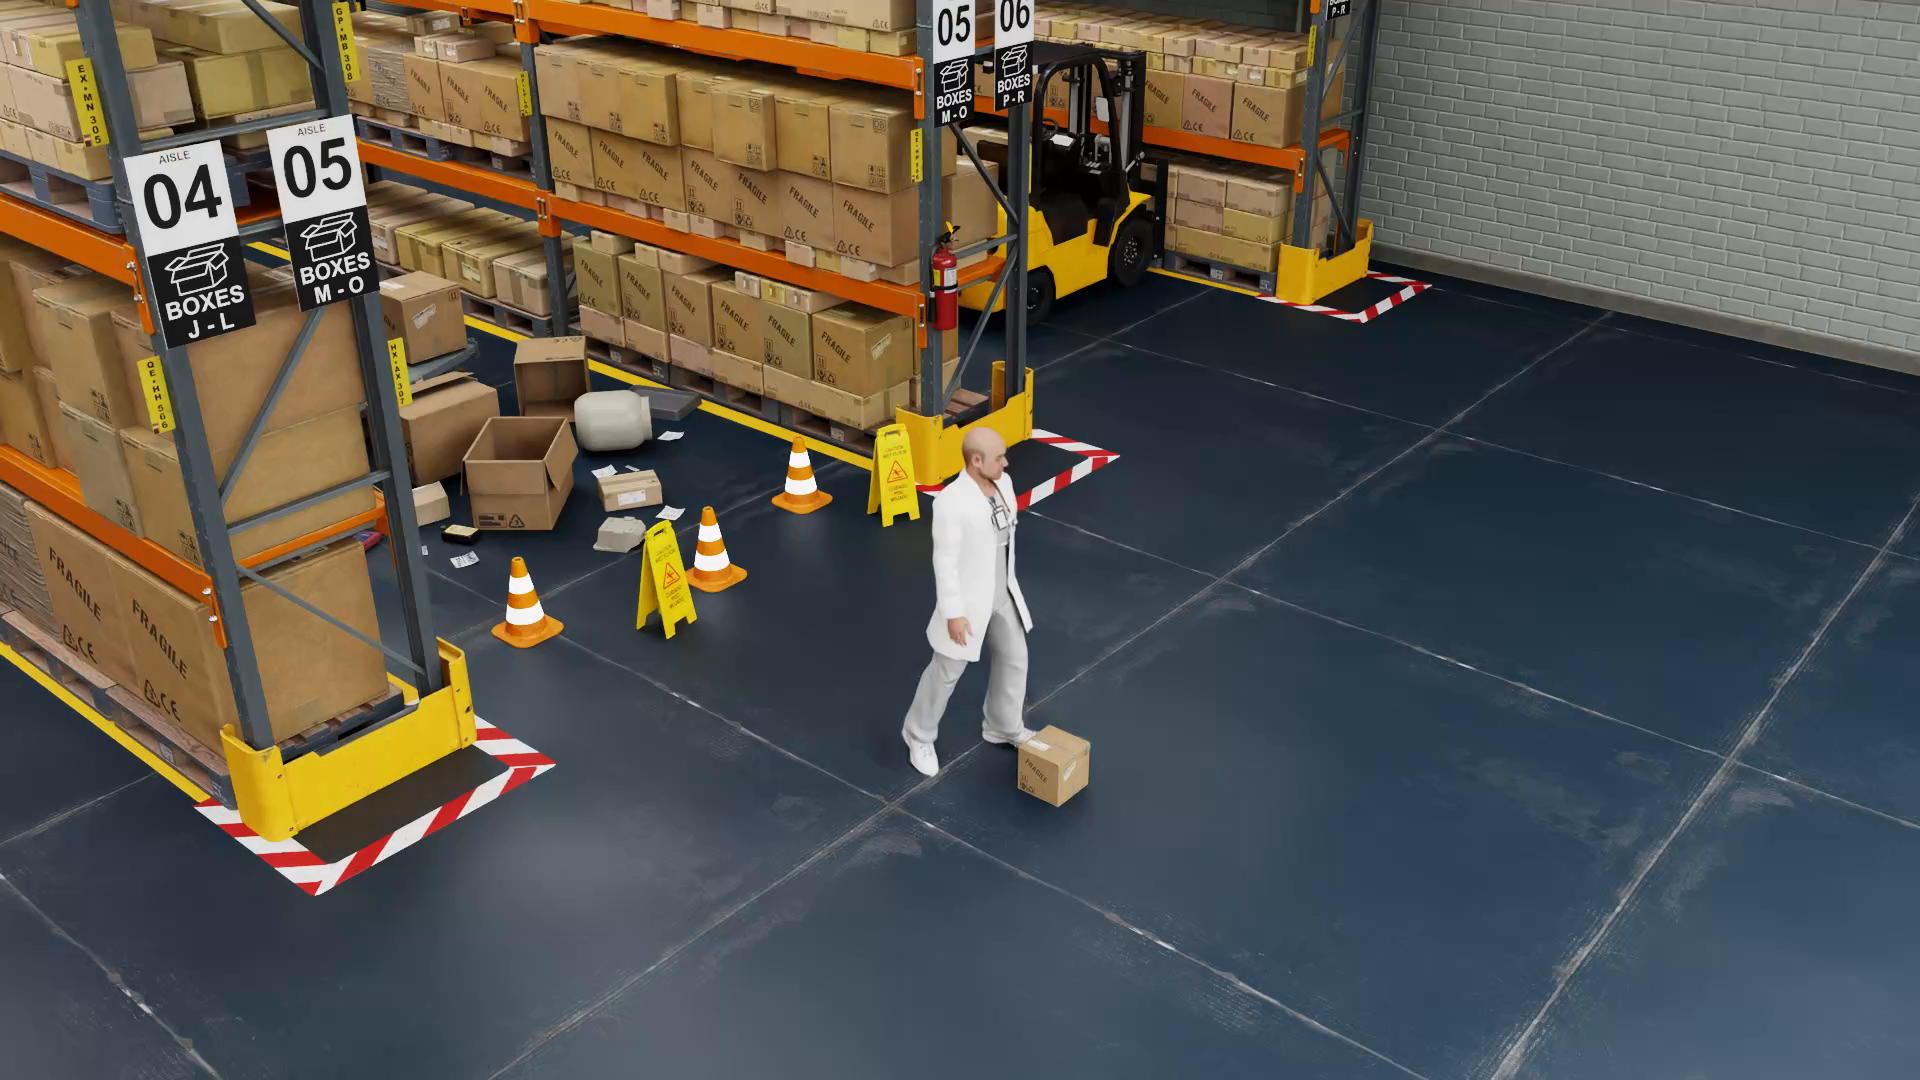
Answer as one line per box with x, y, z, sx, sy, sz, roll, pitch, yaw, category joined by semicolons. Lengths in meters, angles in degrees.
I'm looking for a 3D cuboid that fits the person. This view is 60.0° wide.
0.062;0.295;8.095;0.664;1.802;0.648;20;33;34;person
